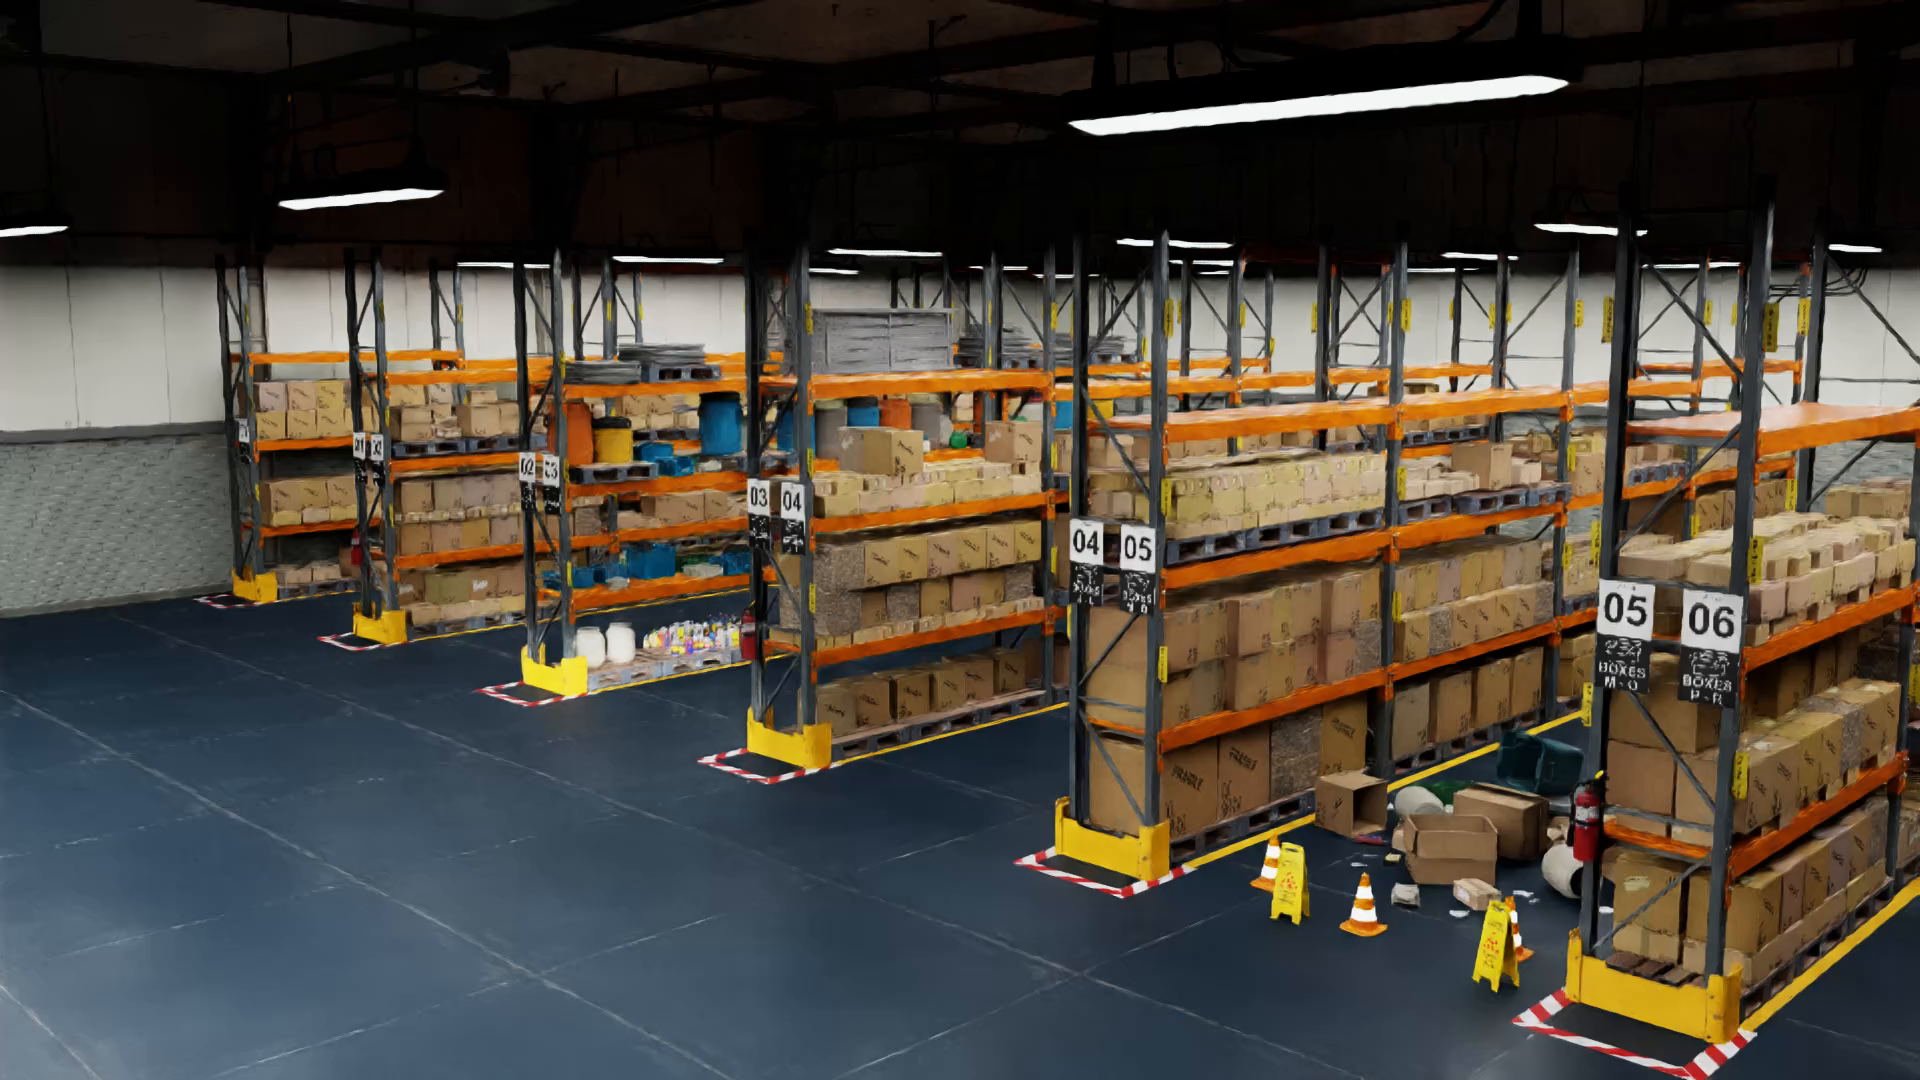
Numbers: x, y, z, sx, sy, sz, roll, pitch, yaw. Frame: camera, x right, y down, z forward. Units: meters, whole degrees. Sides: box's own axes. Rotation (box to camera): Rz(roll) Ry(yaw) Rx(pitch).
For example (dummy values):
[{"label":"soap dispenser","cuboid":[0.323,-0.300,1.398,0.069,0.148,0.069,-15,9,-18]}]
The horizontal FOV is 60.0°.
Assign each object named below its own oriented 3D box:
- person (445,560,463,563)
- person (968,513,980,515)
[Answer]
[{"label":"person","cuboid":[-8.626,0.282,28.434,0.550,1.709,1.128,7,11,42]},{"label":"person","cuboid":[0.307,0.356,26.038,0.682,1.718,0.536,7,11,42]}]
